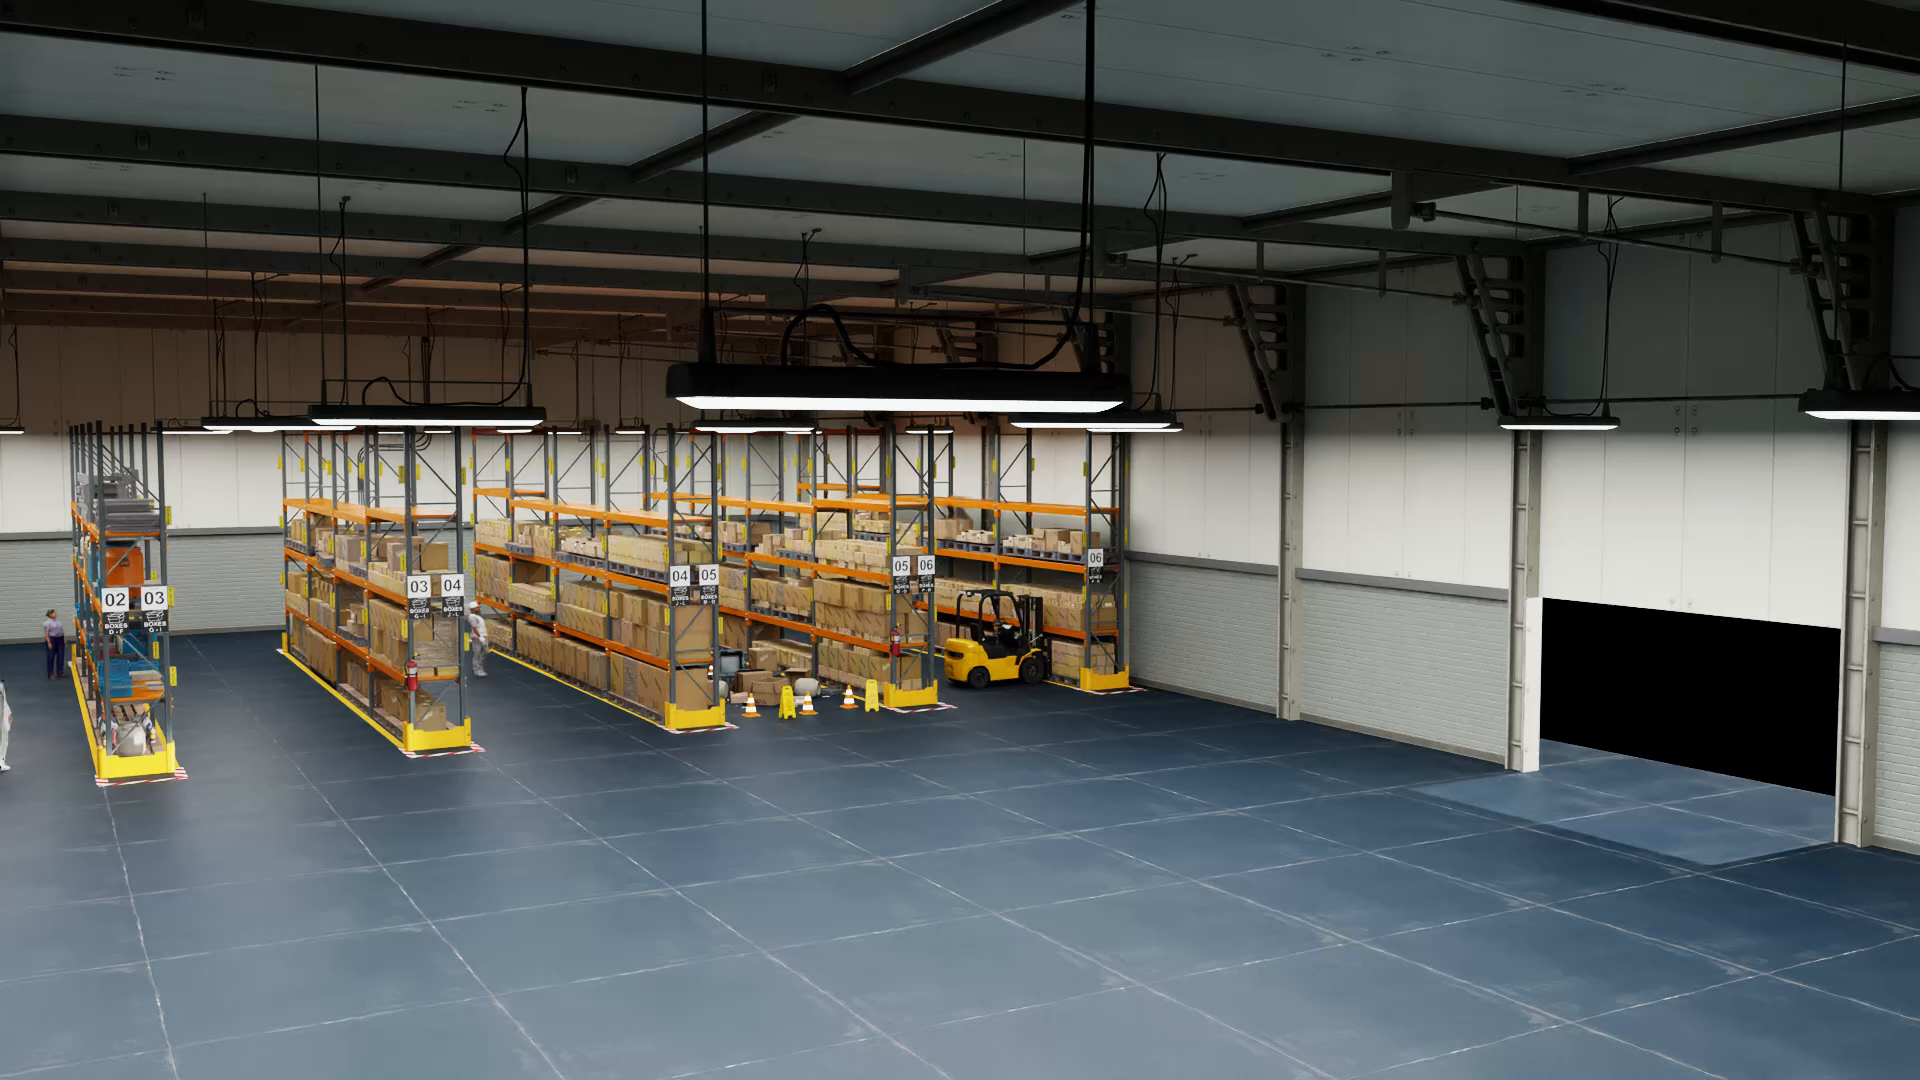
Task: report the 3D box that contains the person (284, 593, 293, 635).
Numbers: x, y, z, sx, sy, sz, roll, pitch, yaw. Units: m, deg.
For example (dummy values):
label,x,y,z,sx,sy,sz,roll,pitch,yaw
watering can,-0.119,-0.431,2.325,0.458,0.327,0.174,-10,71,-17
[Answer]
label,x,y,z,sx,sy,sz,roll,pitch,yaw
person,-18.794,1.948,46.991,0.602,1.729,1.021,0,4,-2

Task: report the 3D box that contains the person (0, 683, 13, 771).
label,x,y,z,sx,sy,sz,roll,pitch,yaw
person,-16.522,3.115,28.530,0.415,1.840,0.639,1,4,16

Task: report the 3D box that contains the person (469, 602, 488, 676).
label,x,y,z,sx,sy,sz,roll,pitch,yaw
person,-11.531,2.386,39.935,0.596,1.831,0.658,1,4,15

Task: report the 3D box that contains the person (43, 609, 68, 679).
label,x,y,z,sx,sy,sz,roll,pitch,yaw
person,-21.550,2.475,39.652,0.437,1.679,0.530,2,4,25
